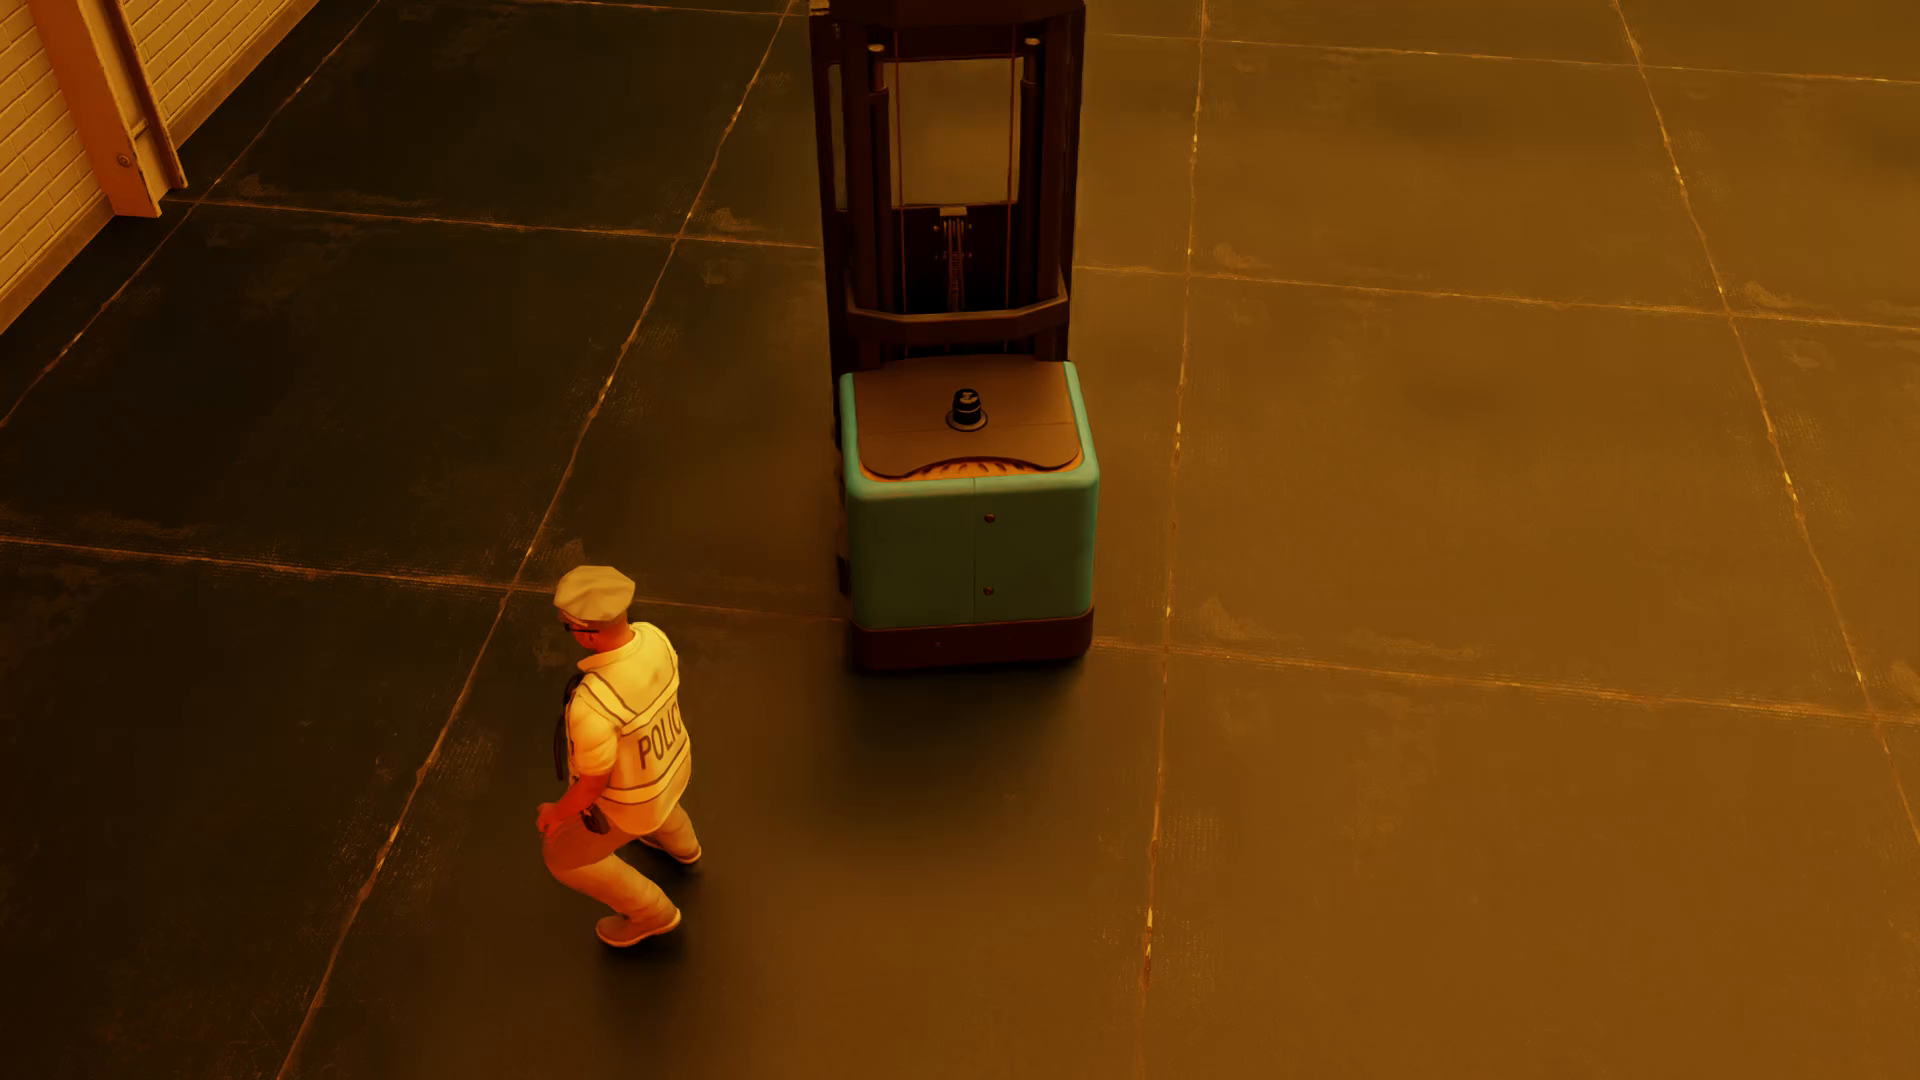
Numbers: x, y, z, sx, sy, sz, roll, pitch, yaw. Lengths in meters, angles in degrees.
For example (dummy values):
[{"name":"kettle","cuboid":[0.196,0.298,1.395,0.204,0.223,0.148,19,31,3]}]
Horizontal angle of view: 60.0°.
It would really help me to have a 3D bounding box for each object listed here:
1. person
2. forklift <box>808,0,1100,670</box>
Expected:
[{"name":"person","cuboid":[-1.170,0.761,5.818,0.502,1.668,0.737,14,44,15]},{"name":"forklift","cuboid":[-0.074,-1.511,7.369,1.130,2.935,3.031,-3,43,-4]}]
